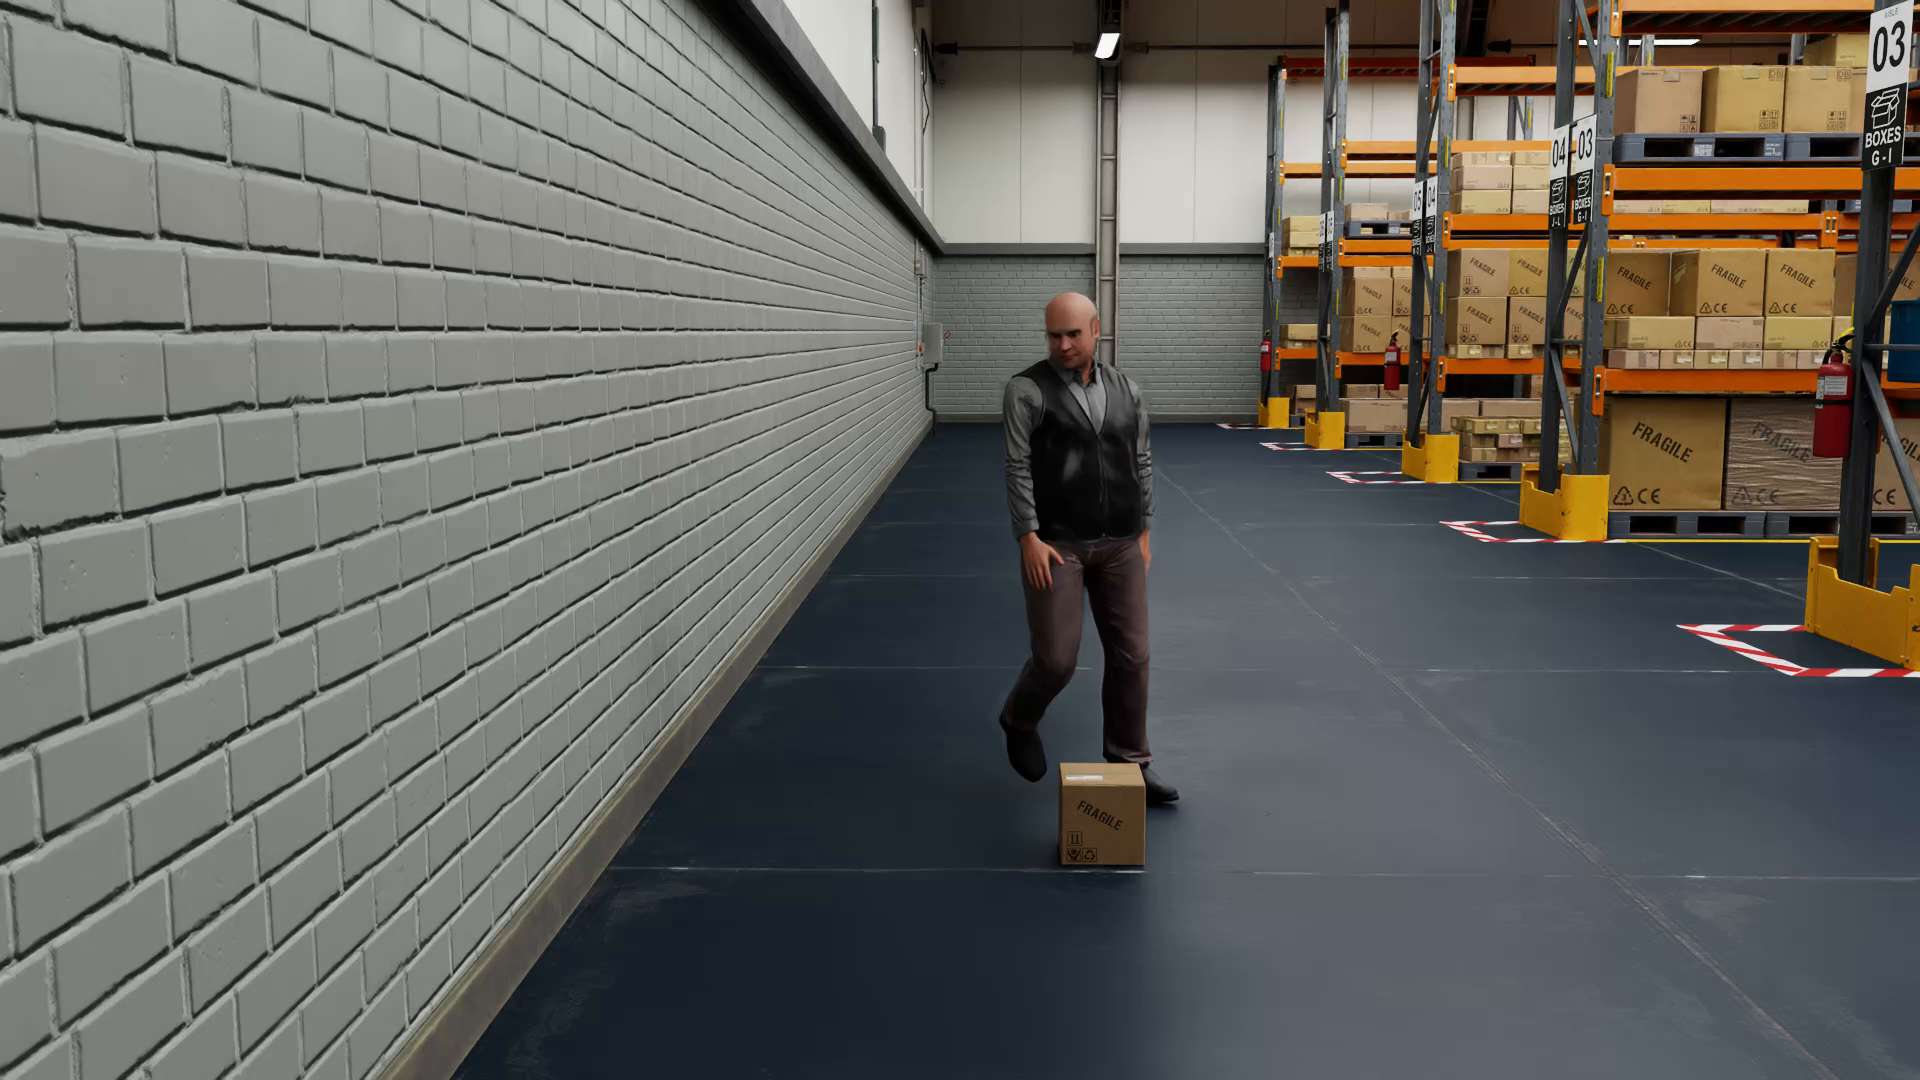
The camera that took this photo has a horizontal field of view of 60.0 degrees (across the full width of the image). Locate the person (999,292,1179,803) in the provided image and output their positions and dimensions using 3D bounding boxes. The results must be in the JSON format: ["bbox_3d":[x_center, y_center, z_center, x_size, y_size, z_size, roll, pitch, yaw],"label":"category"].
[{"bbox_3d":[0.404,0.026,5.613,0.569,1.707,0.547,-3,8,-25],"label":"person"}]
